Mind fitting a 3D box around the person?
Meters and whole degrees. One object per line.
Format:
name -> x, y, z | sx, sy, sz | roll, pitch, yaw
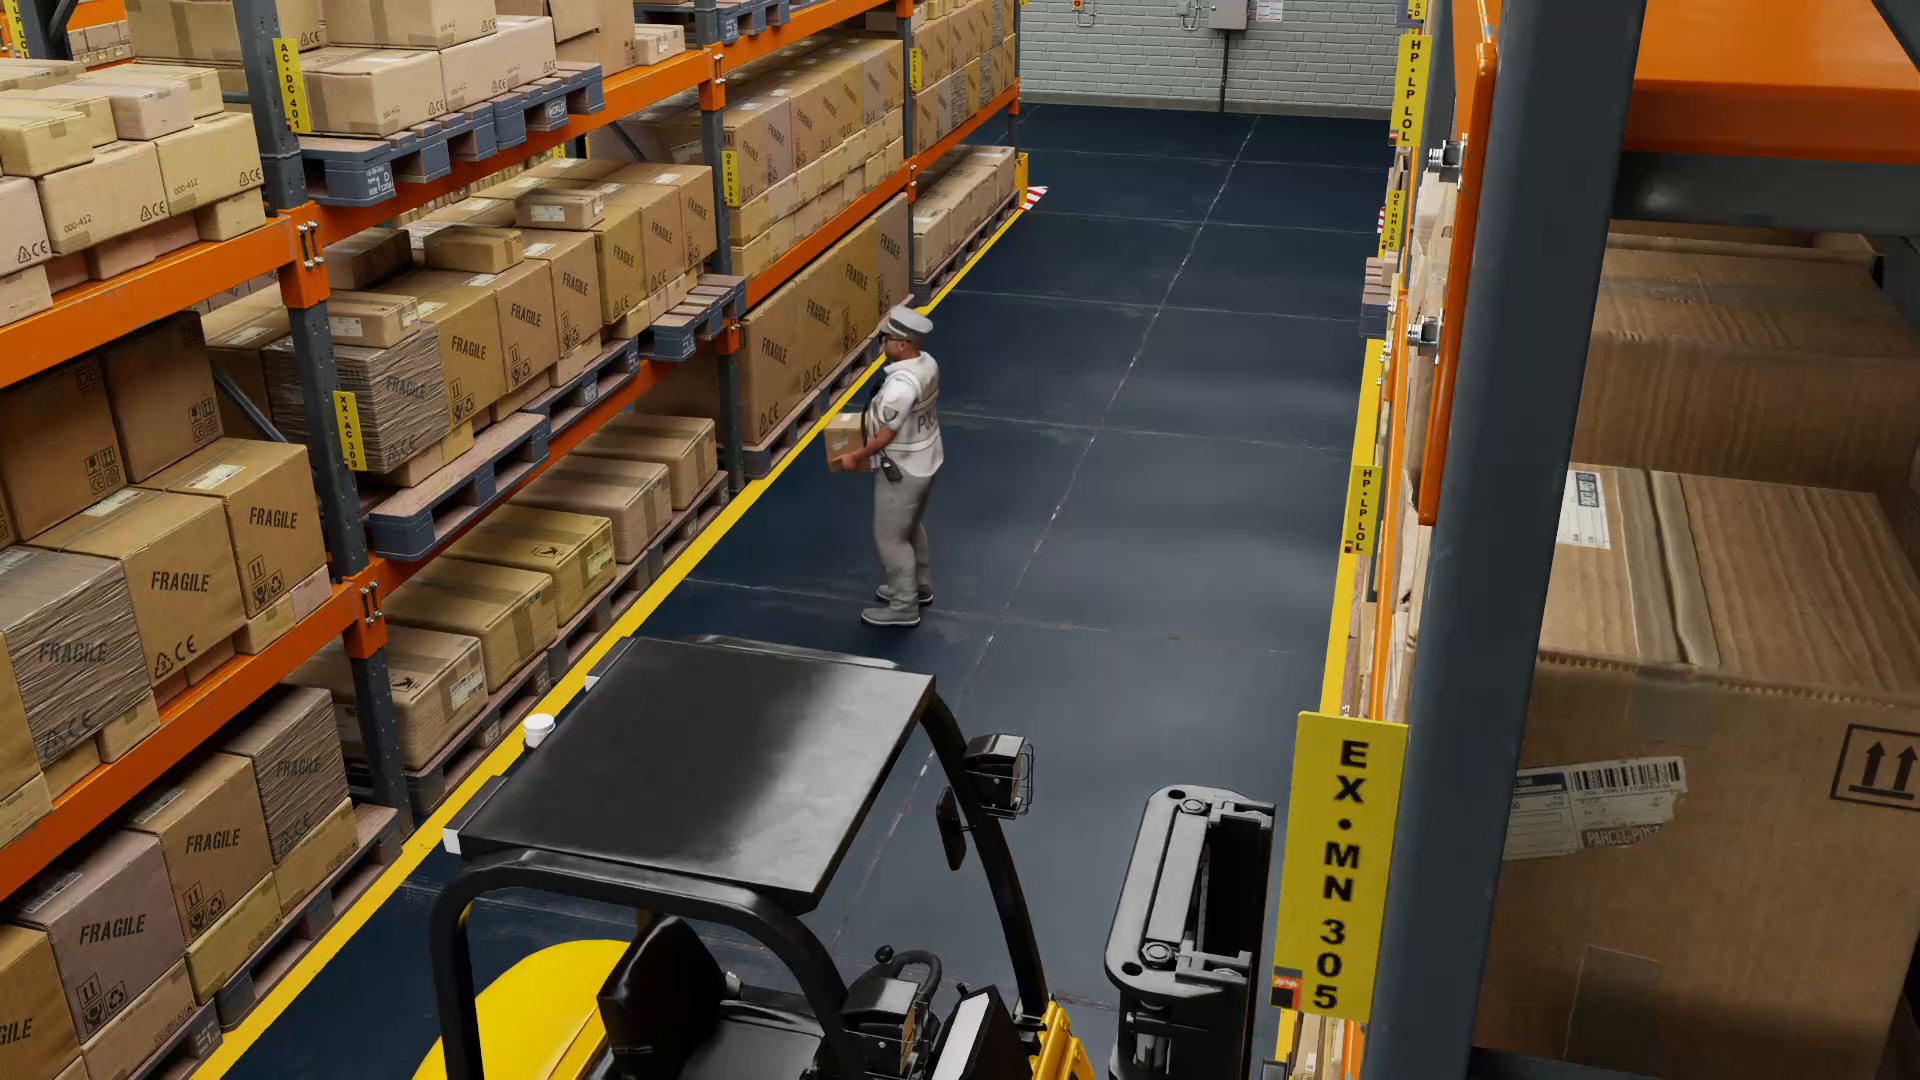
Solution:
person -> -0.392, -0.407, 8.935 | 0.537, 1.774, 0.514 | 6, 26, 13
